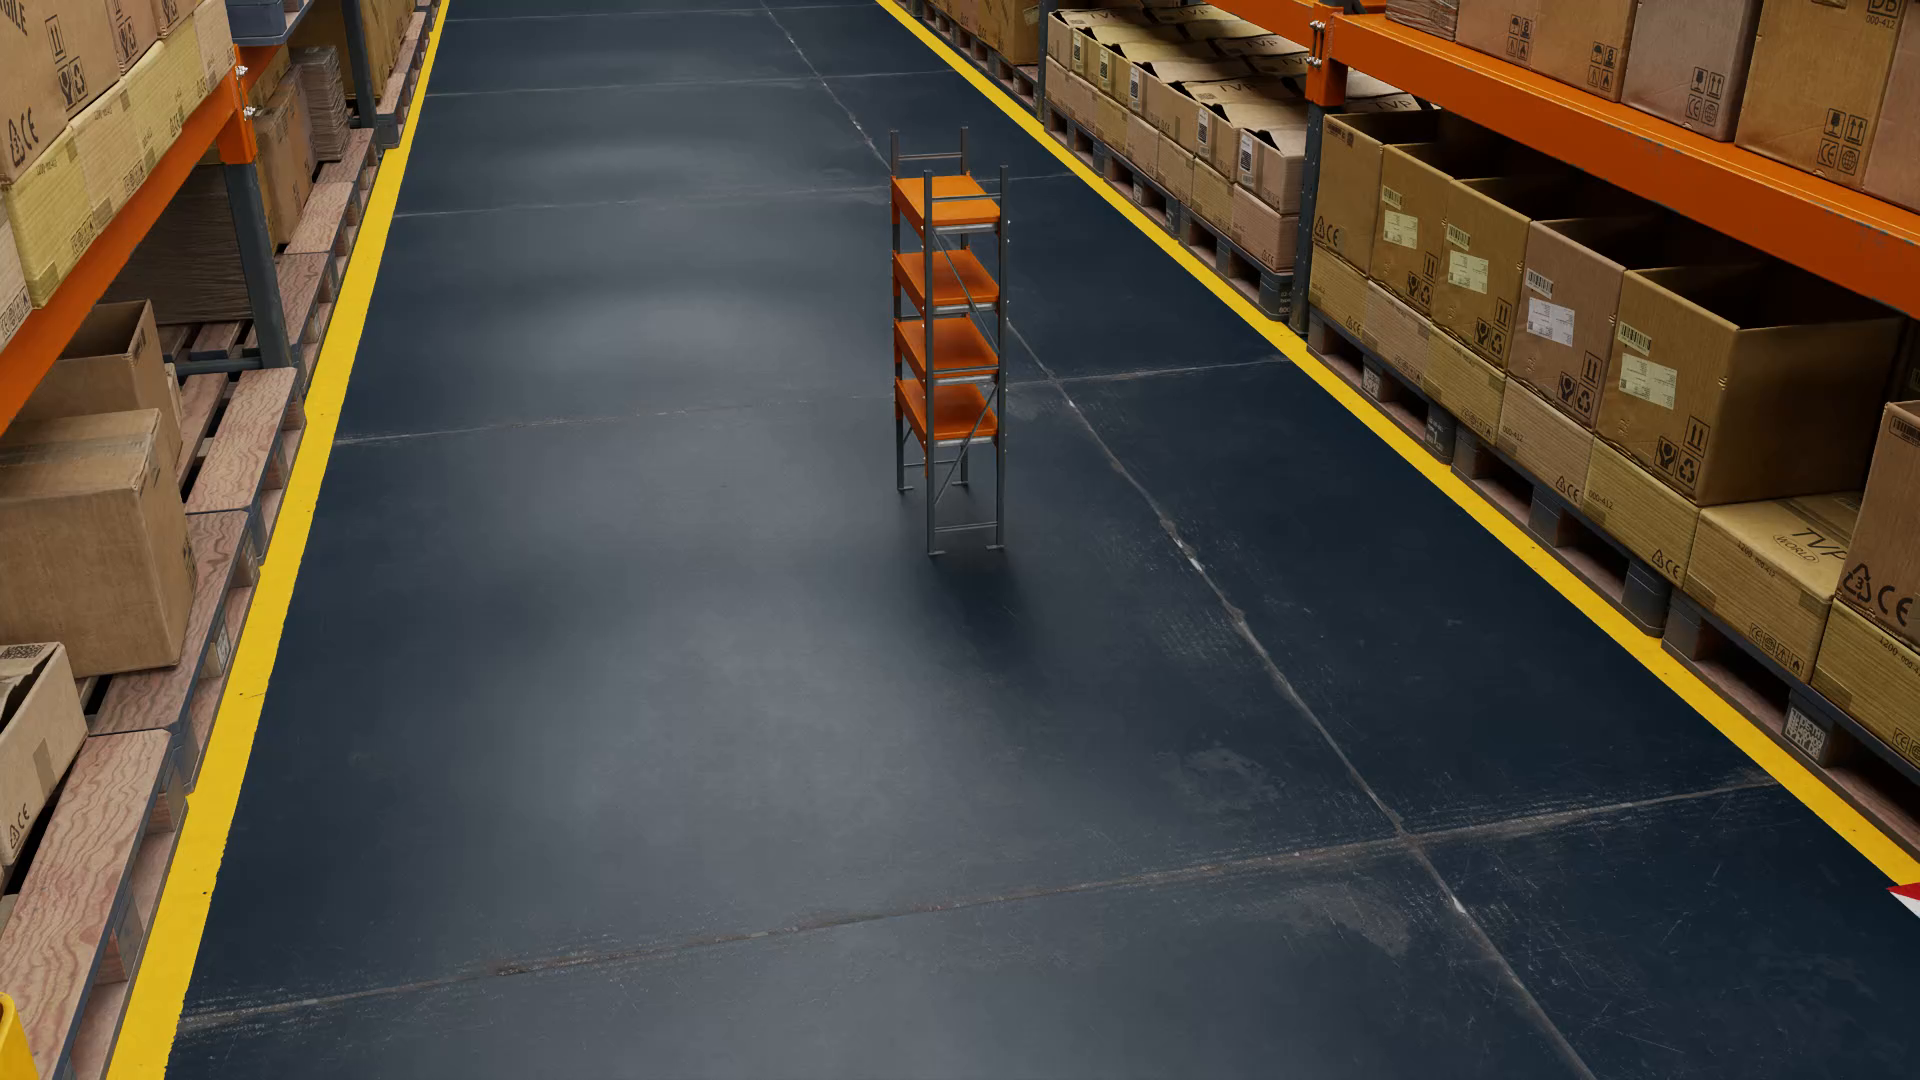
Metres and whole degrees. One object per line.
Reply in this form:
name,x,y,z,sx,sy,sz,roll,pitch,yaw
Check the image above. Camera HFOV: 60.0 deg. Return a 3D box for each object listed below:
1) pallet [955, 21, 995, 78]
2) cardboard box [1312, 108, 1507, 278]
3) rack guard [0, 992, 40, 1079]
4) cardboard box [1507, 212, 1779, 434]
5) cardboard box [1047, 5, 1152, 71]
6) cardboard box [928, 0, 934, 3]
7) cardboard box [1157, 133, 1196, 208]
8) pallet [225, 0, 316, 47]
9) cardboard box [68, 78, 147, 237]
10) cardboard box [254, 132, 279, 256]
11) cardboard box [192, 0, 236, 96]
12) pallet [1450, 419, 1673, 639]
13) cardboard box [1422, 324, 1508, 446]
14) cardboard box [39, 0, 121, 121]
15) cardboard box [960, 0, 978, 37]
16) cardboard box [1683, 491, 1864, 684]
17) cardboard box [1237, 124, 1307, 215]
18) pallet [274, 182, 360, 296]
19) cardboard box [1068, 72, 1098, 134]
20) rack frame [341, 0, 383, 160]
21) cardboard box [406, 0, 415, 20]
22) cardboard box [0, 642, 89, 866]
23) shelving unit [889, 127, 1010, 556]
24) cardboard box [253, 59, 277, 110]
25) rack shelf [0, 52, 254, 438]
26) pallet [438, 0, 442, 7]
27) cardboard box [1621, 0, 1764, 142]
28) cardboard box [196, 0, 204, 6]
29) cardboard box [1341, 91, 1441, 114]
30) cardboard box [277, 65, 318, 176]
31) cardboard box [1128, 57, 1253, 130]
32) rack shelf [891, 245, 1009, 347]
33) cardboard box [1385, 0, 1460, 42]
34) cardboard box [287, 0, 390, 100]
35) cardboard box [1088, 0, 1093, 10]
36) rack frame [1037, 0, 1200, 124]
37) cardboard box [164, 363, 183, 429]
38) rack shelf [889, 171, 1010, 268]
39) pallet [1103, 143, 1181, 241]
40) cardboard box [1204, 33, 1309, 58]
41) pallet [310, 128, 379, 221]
pallet,0.582,-3.639,12.225,1.003,0.211,1.213,-6,27,-12
cardboard box,1.686,-1.321,6.291,0.500,0.500,0.500,-6,27,-12
rack guard,-2.054,1.082,2.552,1.175,0.500,0.348,-6,27,-12
cardboard box,2.026,-0.662,4.987,0.500,0.500,0.500,-6,27,-12
cardboard box,0.817,-2.968,9.764,0.500,0.311,0.500,-5,27,-10
cardboard box,-0.045,-4.617,13.354,0.500,0.500,0.500,-7,28,-14
cardboard box,1.283,-1.821,8.114,0.500,0.250,0.500,-5,27,-10
pallet,-2.969,-2.021,6.139,1.003,0.211,1.213,-6,27,-12
cardboard box,-2.190,-0.862,3.773,0.500,0.250,0.500,-6,27,-11
cardboard box,-3.286,-1.380,6.942,0.700,0.500,0.500,-6,27,-13
cardboard box,-2.537,-1.522,5.080,0.500,0.250,0.500,-6,27,-11
pallet,2.303,-0.127,5.266,1.003,0.211,1.213,-6,27,-12
cardboard box,1.911,-0.547,5.590,0.500,0.250,0.500,-6,27,-12
cardboard box,-2.192,-1.188,3.588,0.500,0.500,0.500,-5,27,-10
cardboard box,0.305,-3.942,12.016,0.500,0.500,0.500,-7,28,-14
cardboard box,2.255,0.111,4.287,0.500,0.250,0.500,-6,27,-12
cardboard box,1.516,-1.620,7.095,0.500,0.311,0.500,-6,27,-12
pallet,-3.394,-1.390,7.770,1.003,0.211,1.213,-6,27,-12
cardboard box,0.931,-2.497,9.454,0.500,0.250,0.500,-7,28,-13
rack frame,-3.840,-3.513,8.881,1.000,3.000,0.127,-6,27,-12
cardboard box,-4.469,-4.224,12.210,0.750,0.750,0.750,-6,27,-11
cardboard box,-2.234,0.440,3.545,0.500,0.311,0.500,-4,27,-7
shelving unit,-0.037,-0.608,5.124,0.258,1.200,0.503,-6,27,-12
cardboard box,-3.439,-2.135,7.605,0.500,0.250,0.500,-6,27,-12
rack shelf,-2.488,-0.558,3.824,1.077,0.370,4.000,-6,27,-12
pallet,-5.115,-4.902,14.728,1.003,0.211,1.213,-6,27,-12
cardboard box,2.344,-1.436,4.654,0.700,0.500,0.500,-5,27,-10
cardboard box,-2.531,-1.857,4.913,0.500,0.500,0.500,-6,27,-12
cardboard box,1.928,-1.899,7.646,0.500,0.311,0.500,-6,27,-12
cardboard box,-3.624,-2.044,8.258,0.700,0.500,0.500,-6,27,-12
cardboard box,1.173,-2.288,8.418,0.500,0.311,0.500,-6,27,-12
rack shelf,-0.037,-0.748,5.053,0.258,0.148,0.480,-6,27,-12
cardboard box,1.993,-2.112,5.994,0.700,0.500,0.500,-7,28,-13
cardboard box,-3.878,-3.077,9.936,0.750,0.750,0.750,-6,27,-12
cardboard box,1.038,-3.556,11.252,0.500,0.500,0.500,-7,28,-13
rack frame,0.985,-4.017,9.880,1.000,3.000,0.127,-6,27,-12
cardboard box,-2.789,-0.456,5.482,0.380,0.166,0.250,-10,28,-18
rack shelf,-0.037,-0.959,4.947,0.258,0.148,0.480,-6,27,-12
pallet,1.404,-1.873,8.726,1.003,0.211,1.213,-6,27,-12
cardboard box,1.578,-2.573,8.983,0.500,0.311,0.500,-6,27,-12
pallet,-3.666,-1.925,8.829,1.003,0.211,1.213,-6,27,-12
